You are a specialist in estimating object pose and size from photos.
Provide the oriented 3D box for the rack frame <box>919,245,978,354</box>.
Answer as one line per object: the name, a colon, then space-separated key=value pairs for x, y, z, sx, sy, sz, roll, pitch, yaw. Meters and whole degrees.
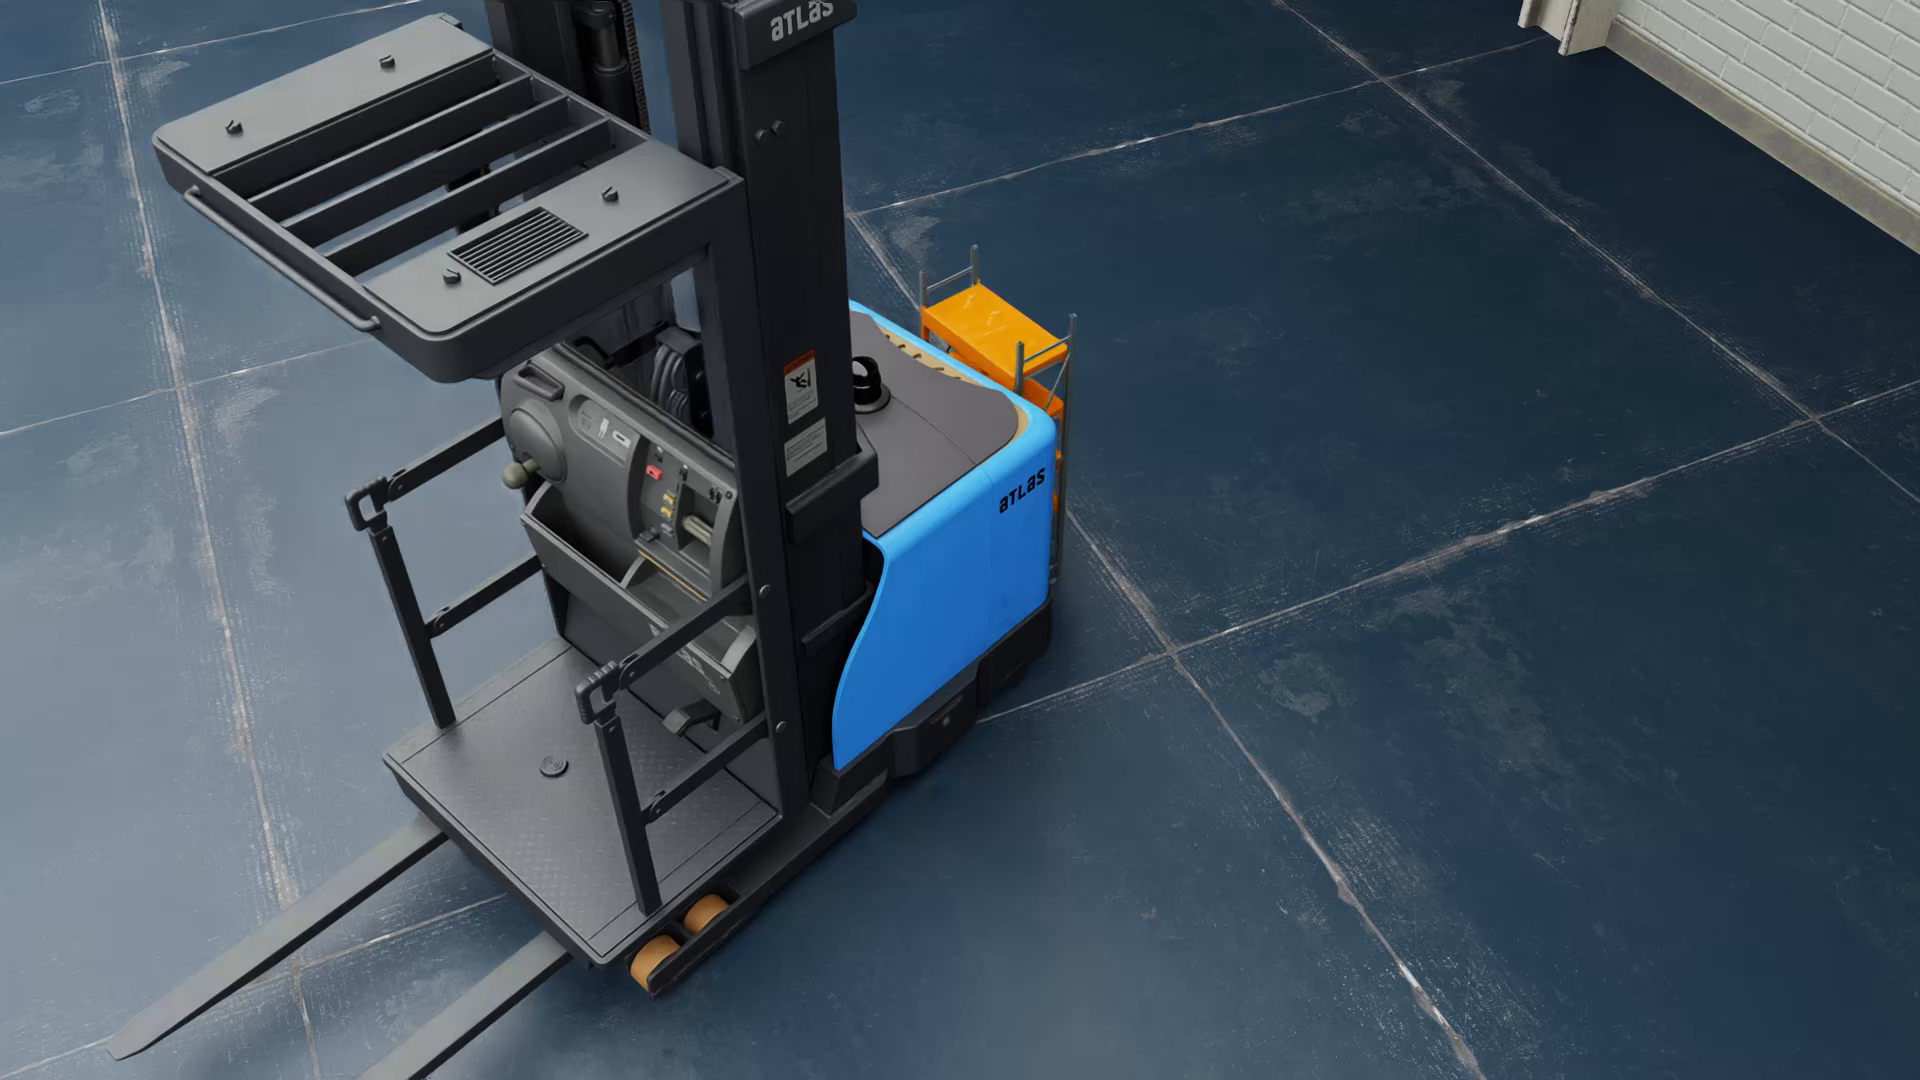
rack frame: x=-0.036 y=-0.500 z=5.902 sx=0.240 sy=1.200 sz=0.015 roll=-30 pitch=52 yaw=-27

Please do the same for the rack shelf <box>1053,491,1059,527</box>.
rack shelf: x=0.118 y=-0.178 z=5.955 sx=0.258 sy=0.148 sz=0.480 roll=-30 pitch=52 yaw=-27

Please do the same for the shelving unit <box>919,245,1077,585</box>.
shelving unit: x=0.118 y=-0.367 z=5.768 sx=0.258 sy=1.200 sz=0.503 roll=-30 pitch=52 yaw=-27

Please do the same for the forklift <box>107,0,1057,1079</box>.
forklift: x=-1.056 y=-0.123 z=4.288 sx=1.130 sy=2.935 sz=3.031 roll=33 pitch=53 yaw=29

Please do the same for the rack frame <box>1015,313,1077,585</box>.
rack frame: x=0.272 y=-0.234 z=5.633 sx=0.240 sy=1.200 sz=0.015 roll=-30 pitch=52 yaw=-27

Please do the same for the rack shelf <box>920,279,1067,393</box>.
rack shelf: x=0.118 y=-0.647 z=5.492 sx=0.258 sy=0.148 sz=0.480 roll=-30 pitch=52 yaw=-27

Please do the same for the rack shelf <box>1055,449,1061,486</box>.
rack shelf: x=0.118 y=-0.319 z=5.815 sx=0.258 sy=0.148 sz=0.480 roll=-30 pitch=52 yaw=-27

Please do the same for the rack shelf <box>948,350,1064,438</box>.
rack shelf: x=0.118 y=-0.478 z=5.658 sx=0.258 sy=0.148 sz=0.480 roll=-30 pitch=52 yaw=-27

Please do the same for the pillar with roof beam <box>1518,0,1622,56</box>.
pillar with roof beam: x=-0.628 y=-4.685 z=4.591 sx=9.100 sy=9.000 sz=0.400 roll=-18 pitch=47 yaw=-17
